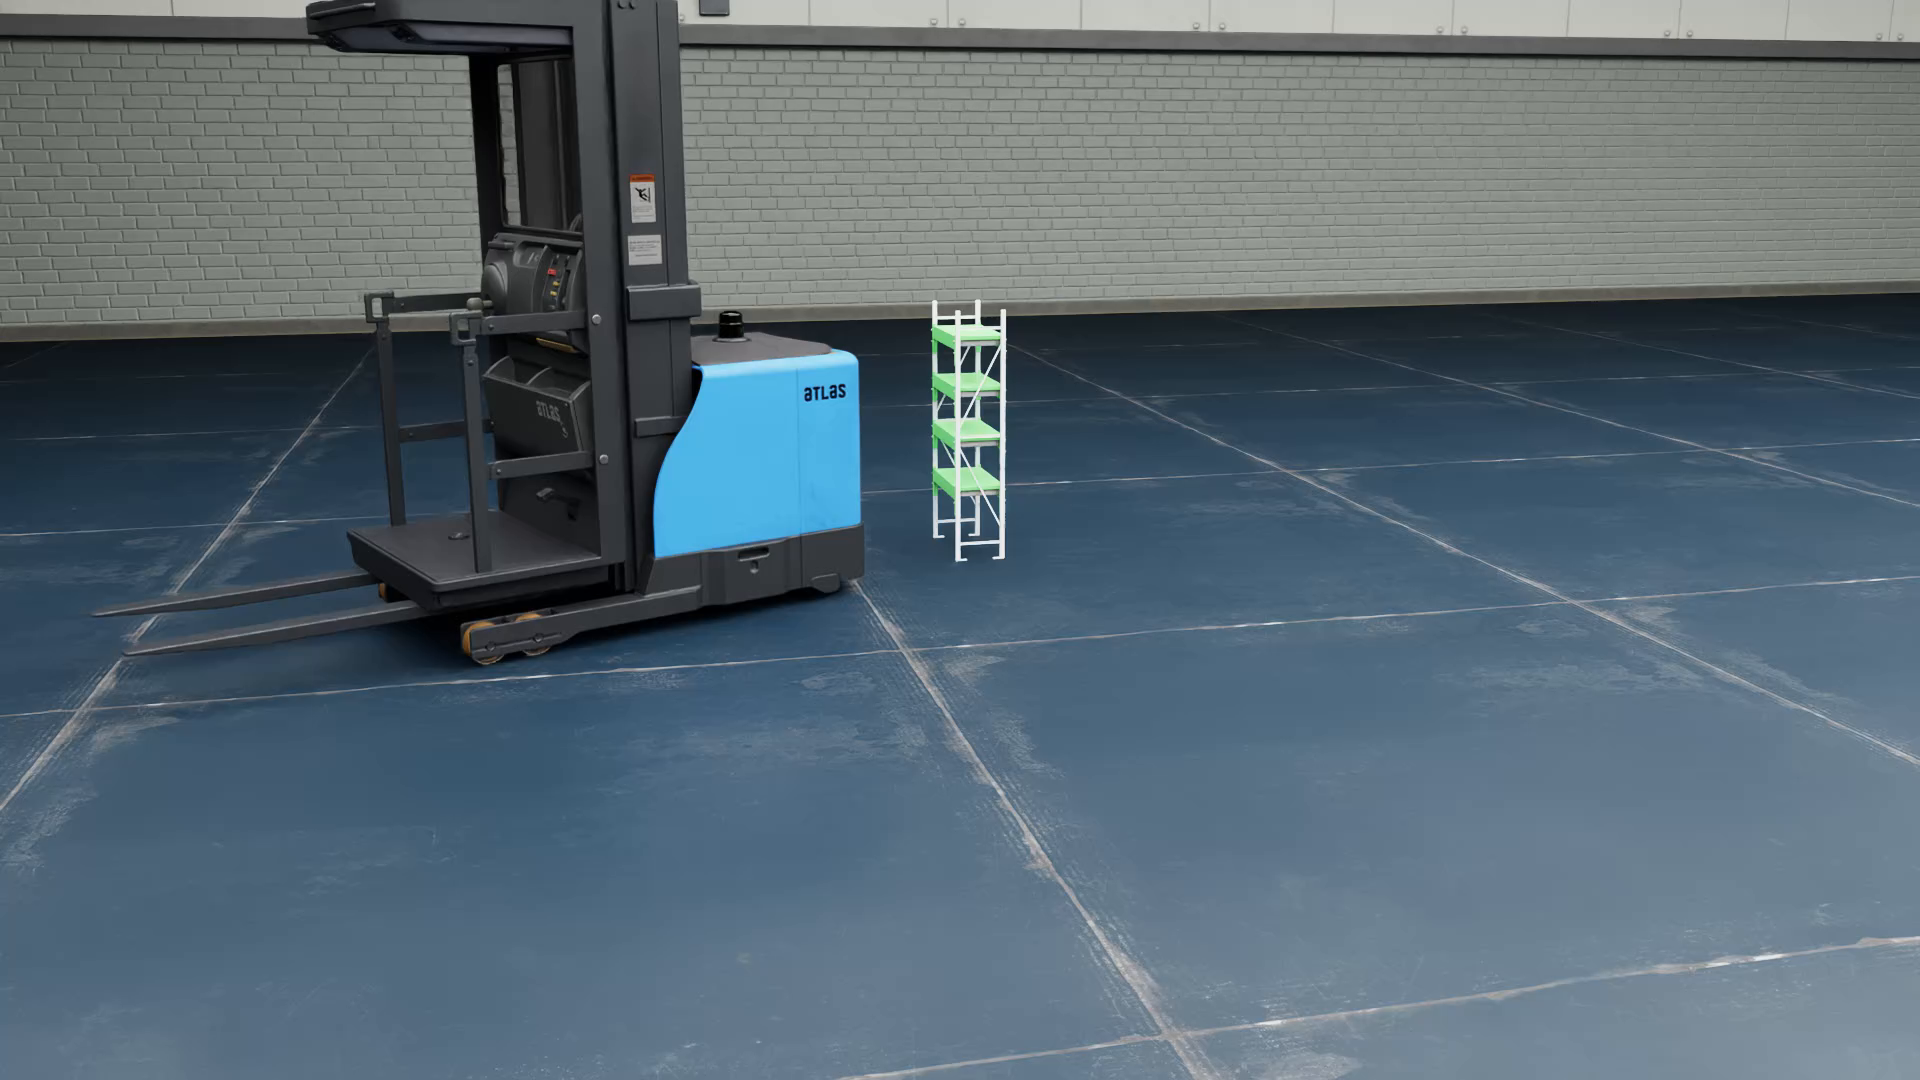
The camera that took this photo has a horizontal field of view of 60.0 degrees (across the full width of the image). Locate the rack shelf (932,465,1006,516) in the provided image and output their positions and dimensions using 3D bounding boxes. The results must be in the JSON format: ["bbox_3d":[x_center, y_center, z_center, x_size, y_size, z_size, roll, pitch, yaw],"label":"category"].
[{"bbox_3d":[0.039,-0.249,8.200,0.258,0.148,0.480,-3,14,-13],"label":"rack shelf"}]

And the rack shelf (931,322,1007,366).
[{"bbox_3d":[0.039,-0.949,8.030,0.258,0.148,0.480,-3,14,-13],"label":"rack shelf"}]

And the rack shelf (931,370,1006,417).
[{"bbox_3d":[0.039,-0.716,8.087,0.258,0.148,0.480,-3,14,-13],"label":"rack shelf"}]

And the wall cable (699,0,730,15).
[{"bbox_3d":[-1.572,-8.419,16.761,2.305,6.003,0.169,-3,14,-13],"label":"wall cable"}]

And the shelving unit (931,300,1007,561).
[{"bbox_3d":[0.039,-0.545,8.128,0.258,1.200,0.503,-3,14,-13],"label":"shelving unit"}]

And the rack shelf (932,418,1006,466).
[{"bbox_3d":[0.039,-0.483,8.144,0.258,0.148,0.480,-3,14,-13],"label":"rack shelf"}]

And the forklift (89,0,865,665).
[{"bbox_3d":[-1.915,-1.082,6.679,3.031,2.935,1.130,-10,17,-35],"label":"forklift"}]

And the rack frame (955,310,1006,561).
[{"bbox_3d":[0.096,-0.488,7.898,0.240,1.200,0.015,-3,14,-13],"label":"rack frame"}]

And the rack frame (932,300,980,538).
[{"bbox_3d":[-0.018,-0.601,8.359,0.240,1.200,0.015,-3,14,-13],"label":"rack frame"}]
